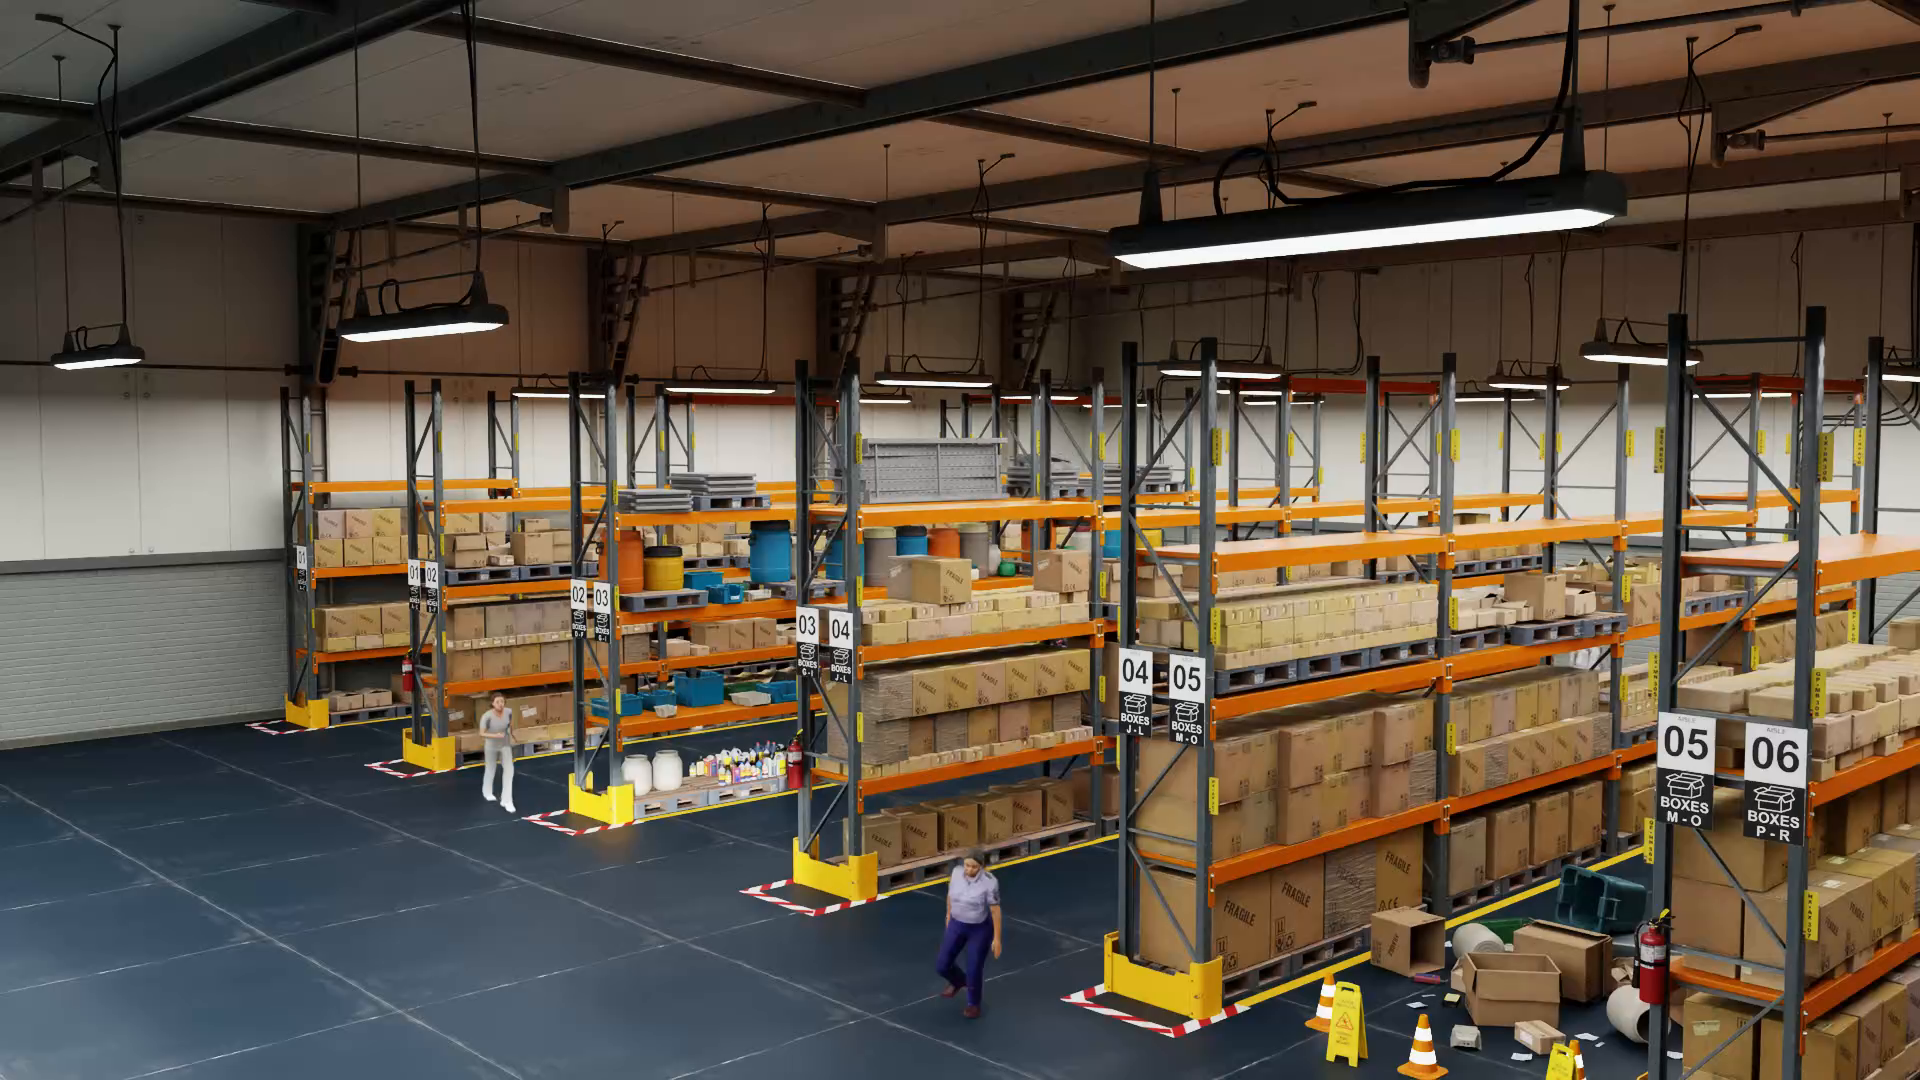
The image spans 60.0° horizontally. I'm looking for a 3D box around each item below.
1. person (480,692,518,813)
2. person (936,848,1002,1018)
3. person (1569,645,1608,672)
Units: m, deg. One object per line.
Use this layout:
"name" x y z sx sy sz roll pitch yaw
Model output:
"person" -6.371 2.887 22.913 0.564 1.642 0.953 -2 4 -29
"person" 0.096 3.441 14.702 0.740 1.556 0.594 2 4 27
"person" 11.503 2.364 30.464 0.695 1.708 0.817 1 4 13
